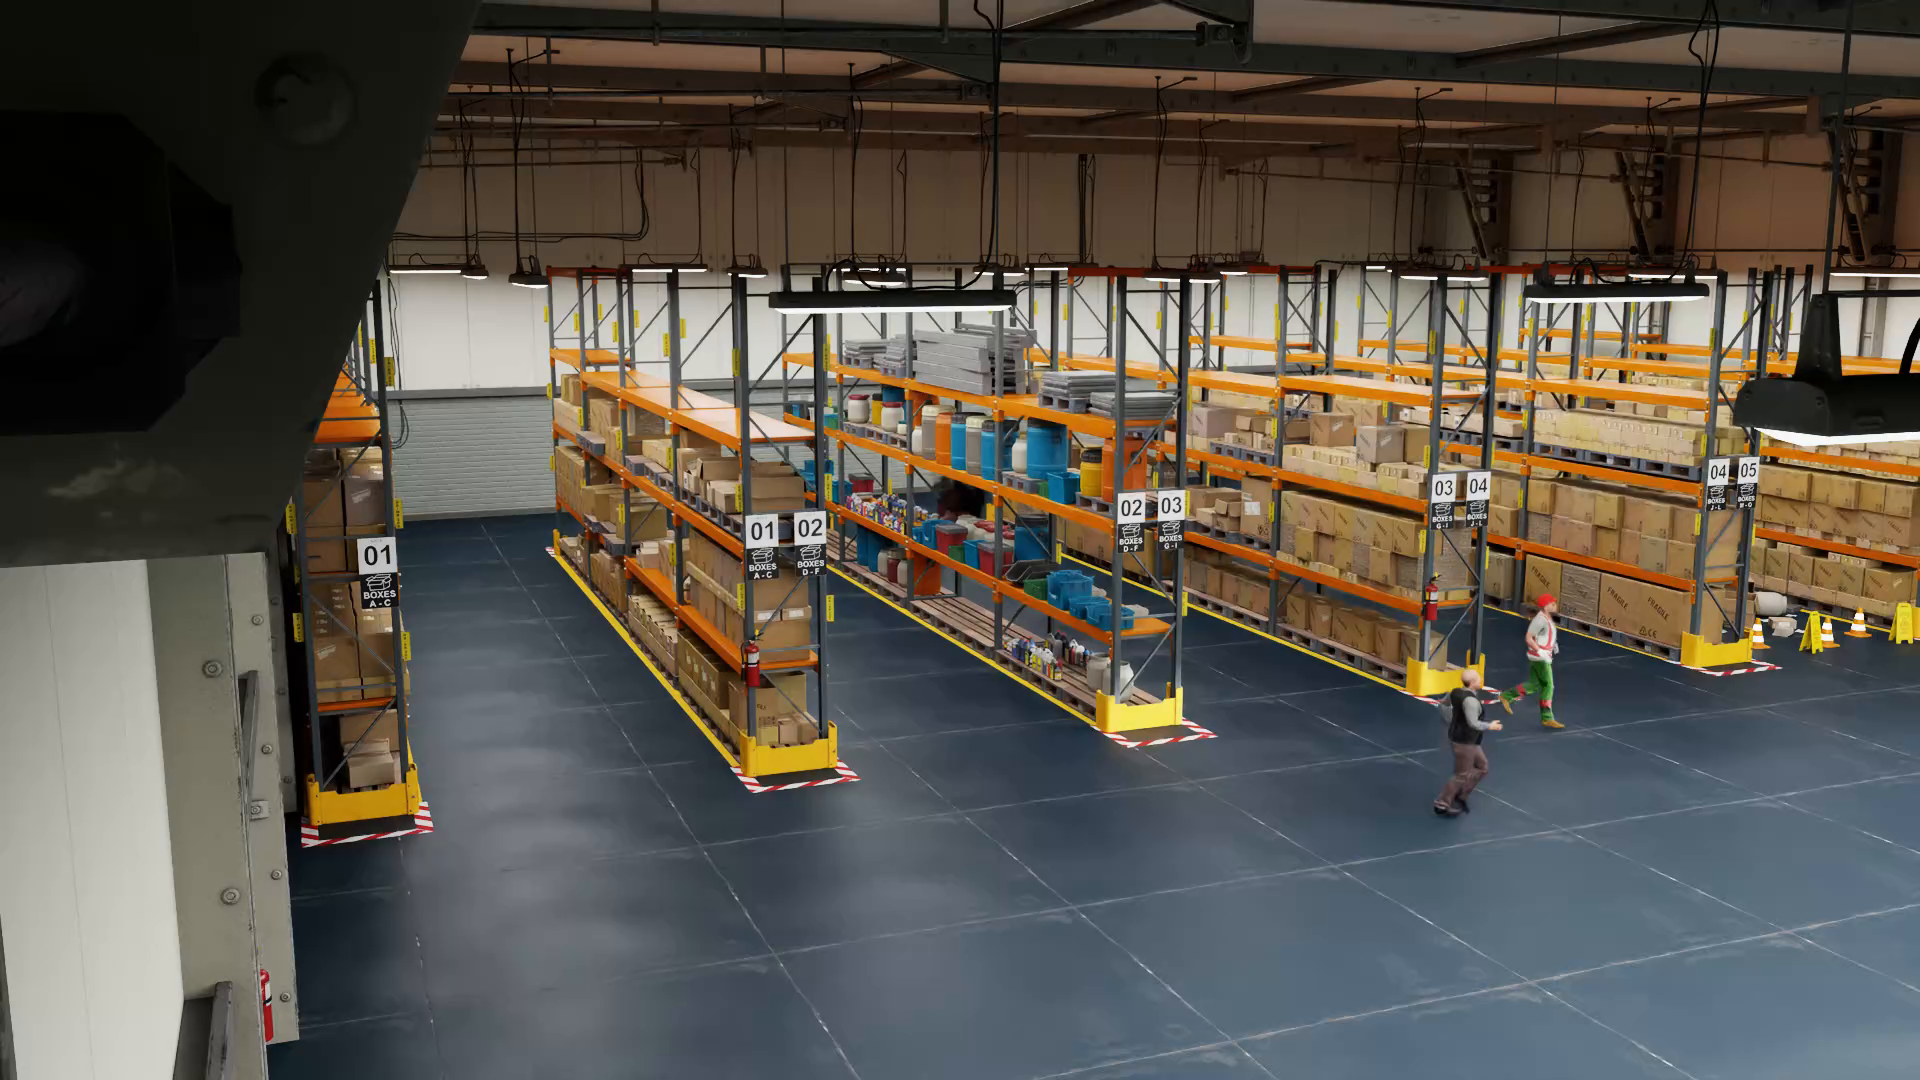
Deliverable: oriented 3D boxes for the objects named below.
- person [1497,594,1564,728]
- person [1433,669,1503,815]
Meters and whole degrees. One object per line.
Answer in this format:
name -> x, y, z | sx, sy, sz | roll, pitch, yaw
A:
person -> 7.729, 1.585, 22.373 | 0.883, 1.782, 0.668 | 4, 11, 23
person -> 5.701, 2.288, 18.650 | 0.701, 1.727, 0.647 | 1, 10, 6
